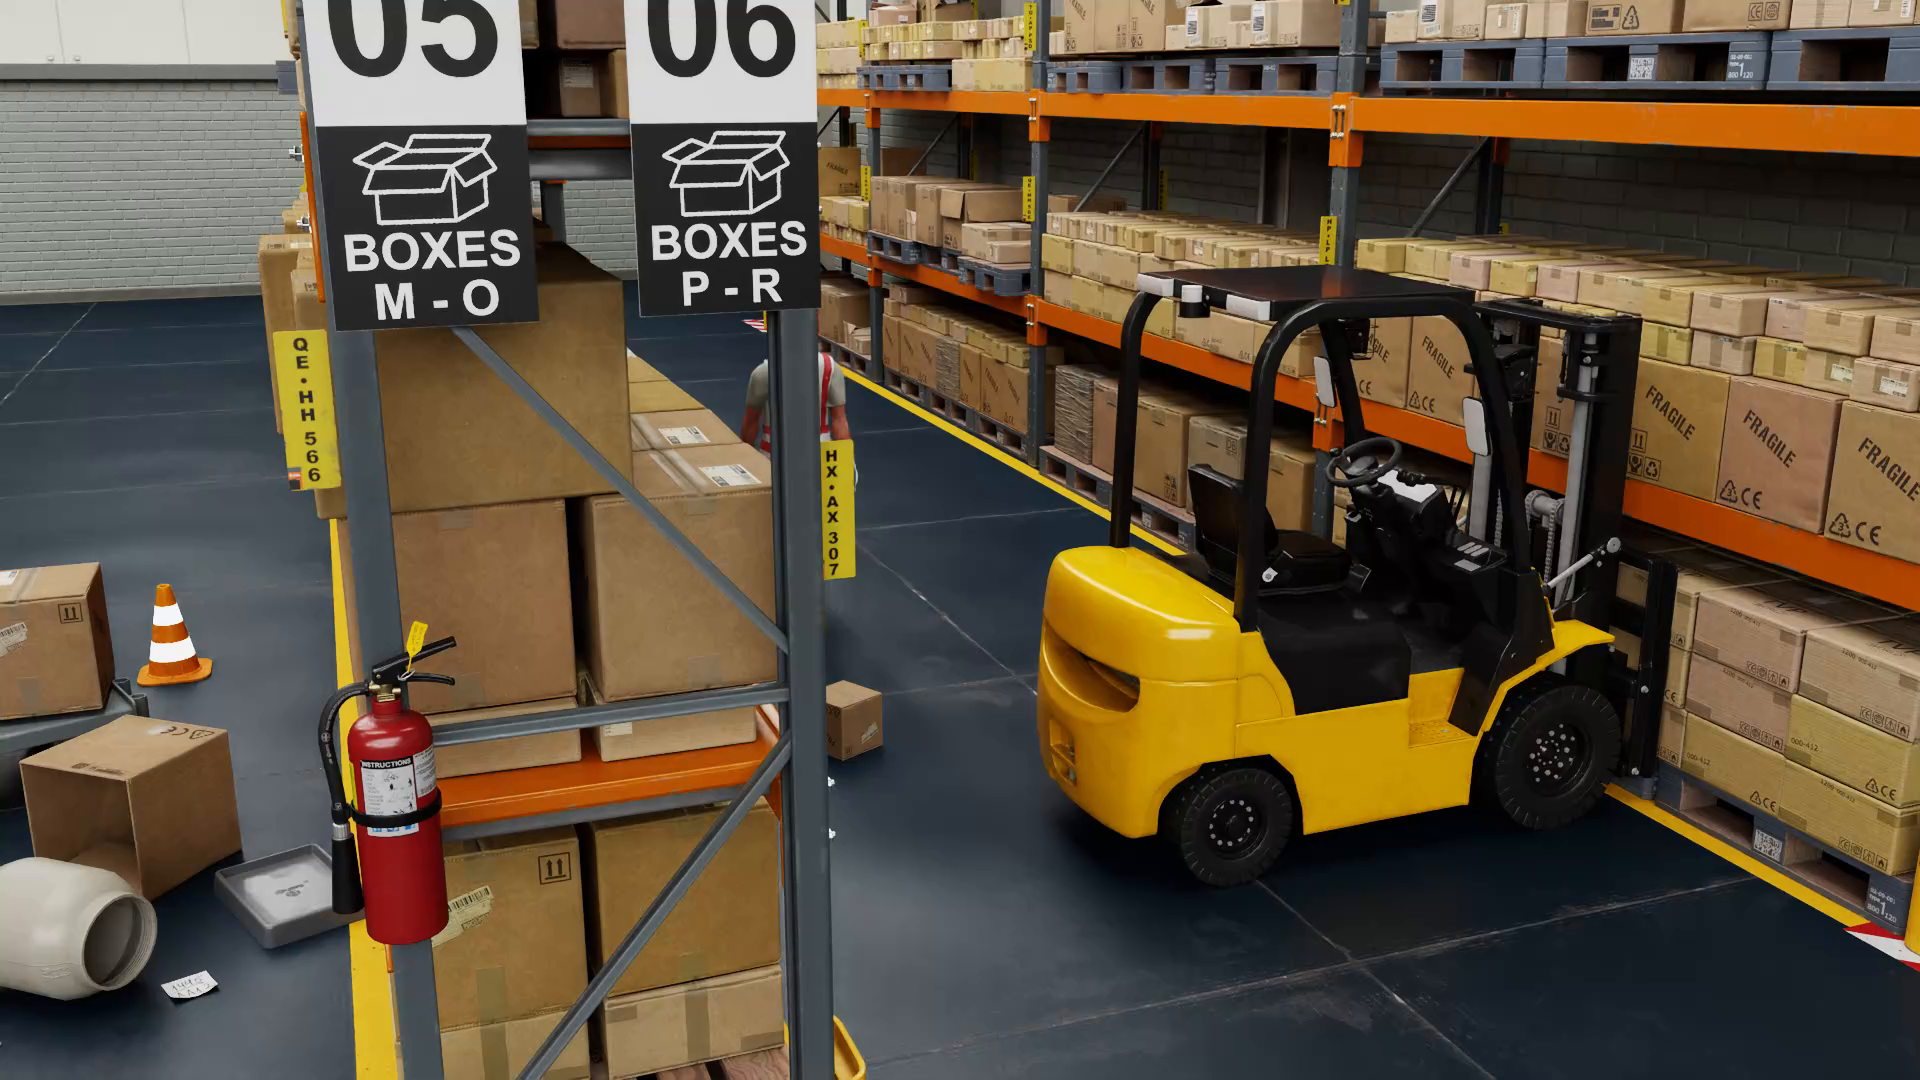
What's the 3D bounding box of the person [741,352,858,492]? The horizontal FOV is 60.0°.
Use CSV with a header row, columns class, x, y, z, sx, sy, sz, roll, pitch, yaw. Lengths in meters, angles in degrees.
class,x,y,z,sx,sy,sz,roll,pitch,yaw
person,-0.921,-0.466,9.183,0.584,1.735,1.098,-8,17,-26
